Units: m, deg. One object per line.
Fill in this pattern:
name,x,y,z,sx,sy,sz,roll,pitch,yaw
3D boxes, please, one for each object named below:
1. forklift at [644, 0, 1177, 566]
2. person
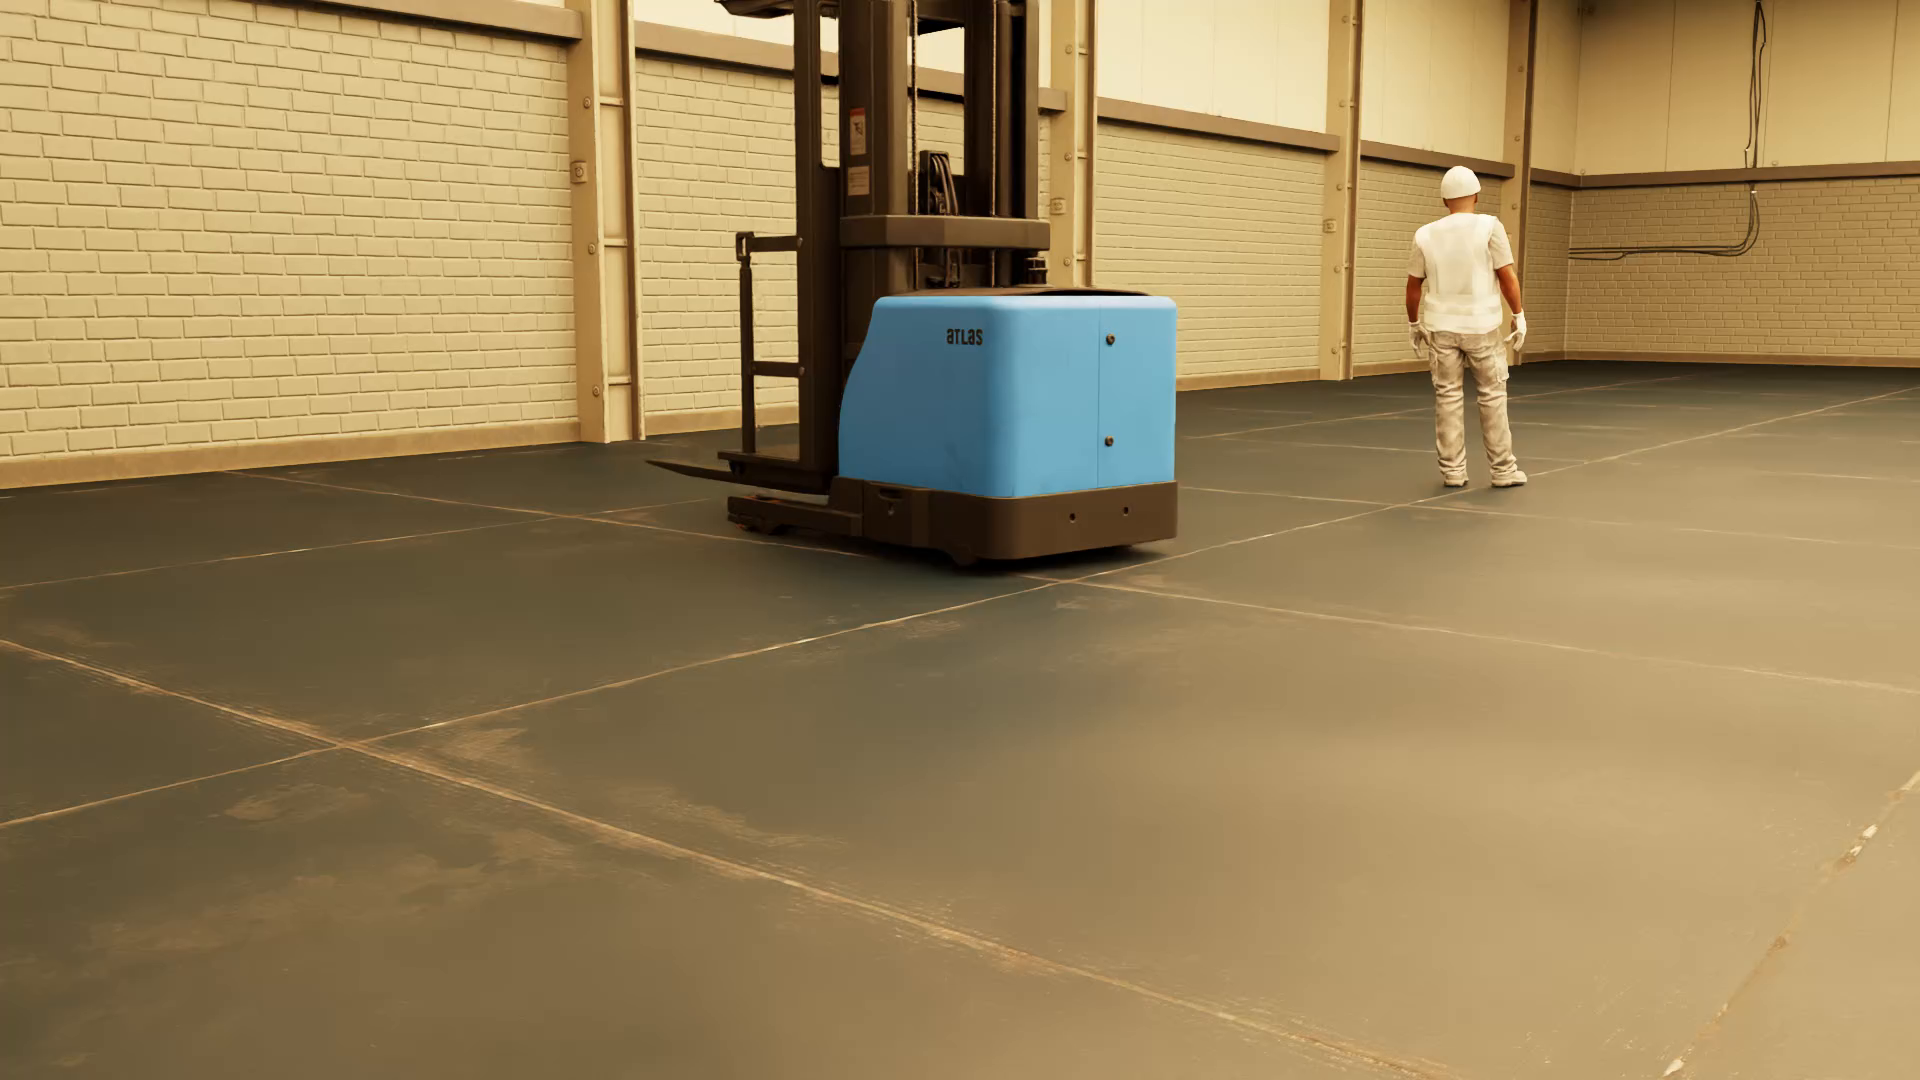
forklift,-0.424,-1.512,7.618,1.130,2.935,3.031,-7,11,-40
person,2.880,-1.204,9.426,0.656,1.781,0.577,5,10,32
